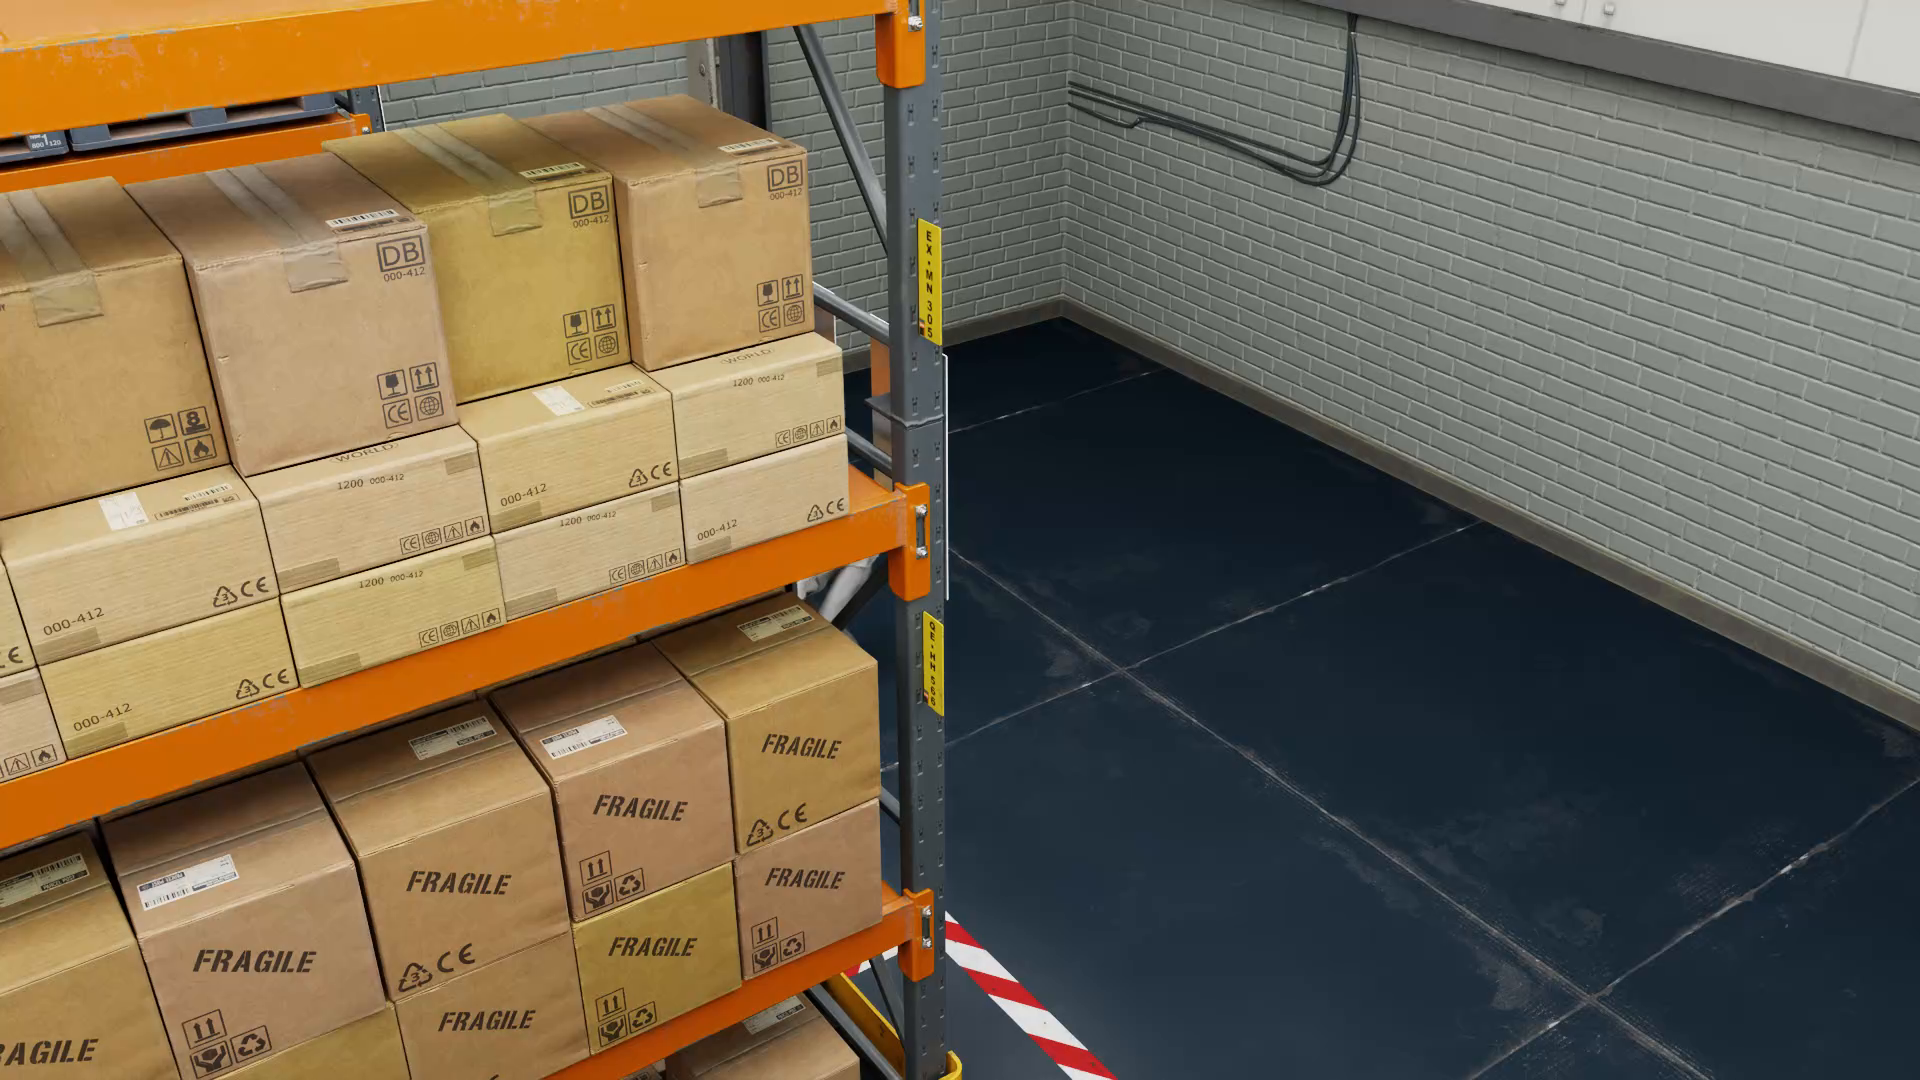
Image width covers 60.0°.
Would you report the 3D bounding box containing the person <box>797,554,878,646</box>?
[{"bbox_3d":[-0.809,0.368,8.692,0.855,0.898,0.420,-21,35,-33],"label":"person"}]
